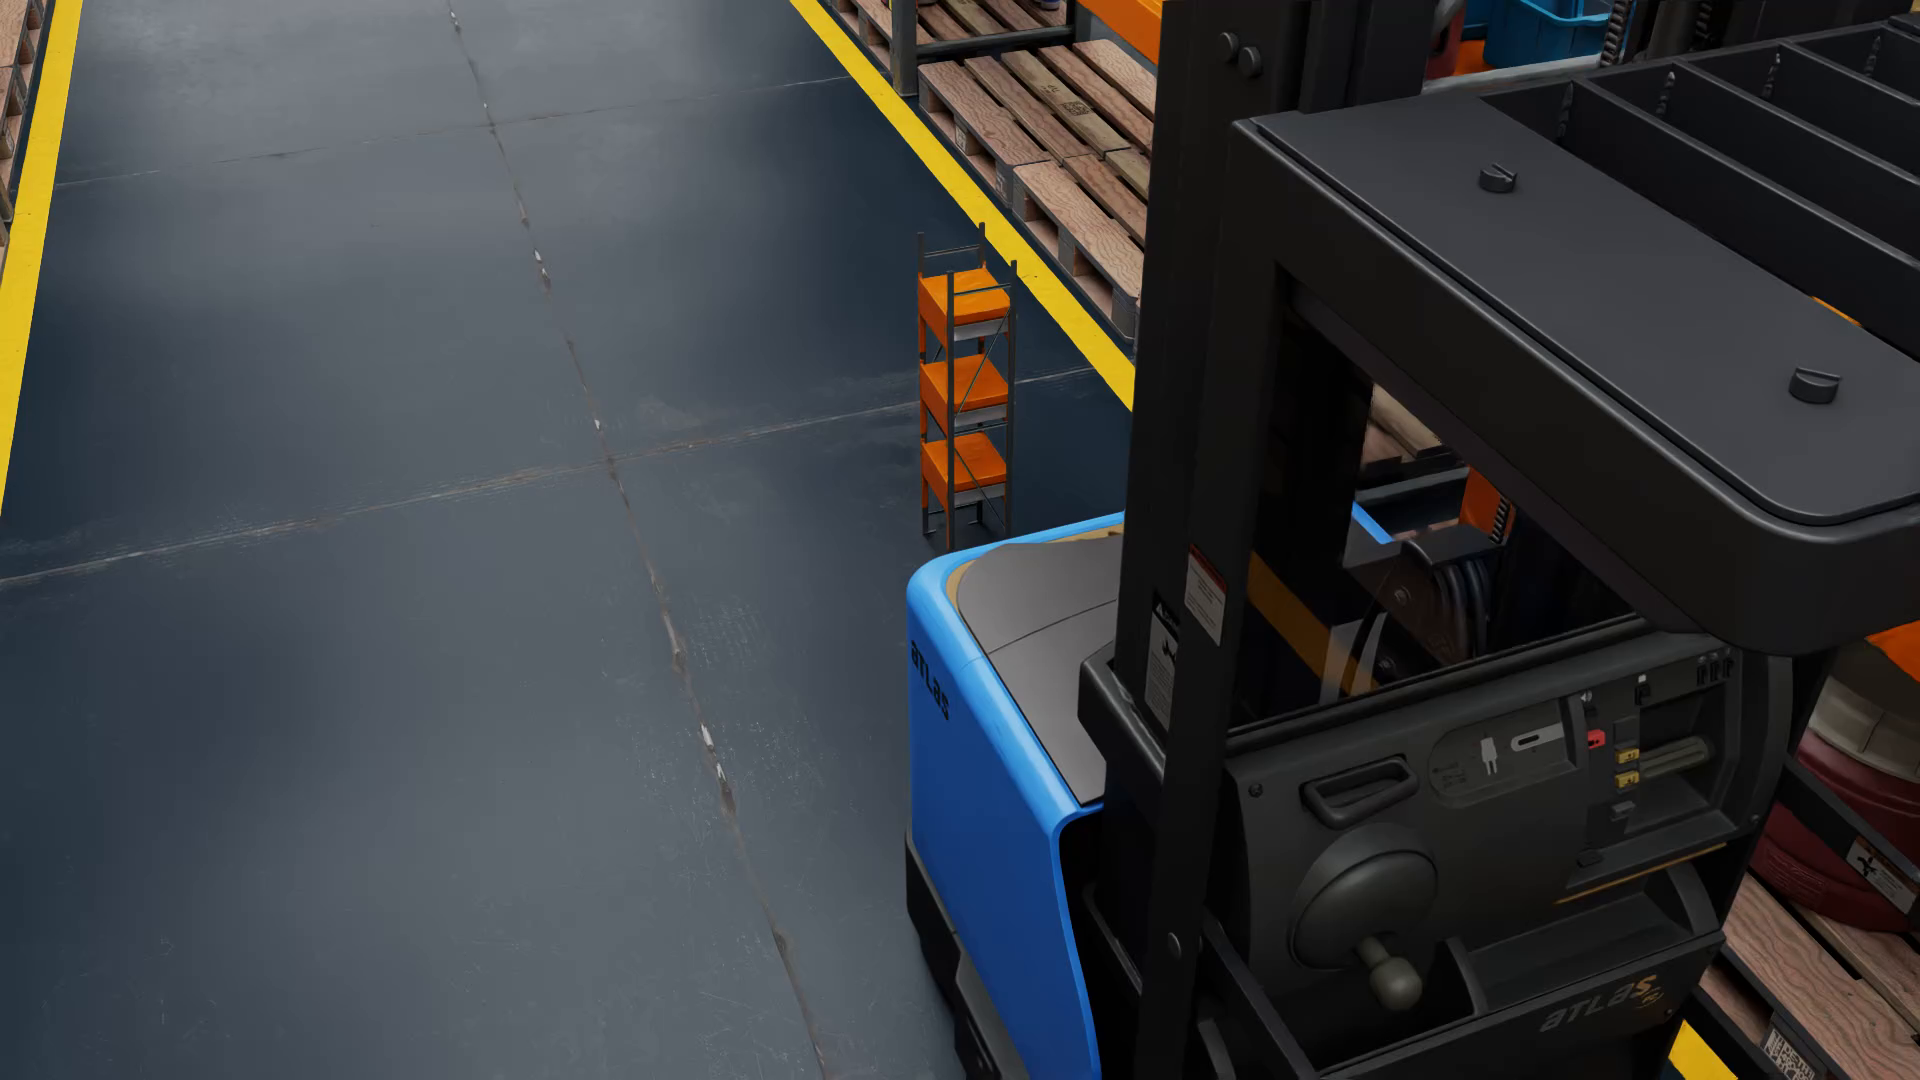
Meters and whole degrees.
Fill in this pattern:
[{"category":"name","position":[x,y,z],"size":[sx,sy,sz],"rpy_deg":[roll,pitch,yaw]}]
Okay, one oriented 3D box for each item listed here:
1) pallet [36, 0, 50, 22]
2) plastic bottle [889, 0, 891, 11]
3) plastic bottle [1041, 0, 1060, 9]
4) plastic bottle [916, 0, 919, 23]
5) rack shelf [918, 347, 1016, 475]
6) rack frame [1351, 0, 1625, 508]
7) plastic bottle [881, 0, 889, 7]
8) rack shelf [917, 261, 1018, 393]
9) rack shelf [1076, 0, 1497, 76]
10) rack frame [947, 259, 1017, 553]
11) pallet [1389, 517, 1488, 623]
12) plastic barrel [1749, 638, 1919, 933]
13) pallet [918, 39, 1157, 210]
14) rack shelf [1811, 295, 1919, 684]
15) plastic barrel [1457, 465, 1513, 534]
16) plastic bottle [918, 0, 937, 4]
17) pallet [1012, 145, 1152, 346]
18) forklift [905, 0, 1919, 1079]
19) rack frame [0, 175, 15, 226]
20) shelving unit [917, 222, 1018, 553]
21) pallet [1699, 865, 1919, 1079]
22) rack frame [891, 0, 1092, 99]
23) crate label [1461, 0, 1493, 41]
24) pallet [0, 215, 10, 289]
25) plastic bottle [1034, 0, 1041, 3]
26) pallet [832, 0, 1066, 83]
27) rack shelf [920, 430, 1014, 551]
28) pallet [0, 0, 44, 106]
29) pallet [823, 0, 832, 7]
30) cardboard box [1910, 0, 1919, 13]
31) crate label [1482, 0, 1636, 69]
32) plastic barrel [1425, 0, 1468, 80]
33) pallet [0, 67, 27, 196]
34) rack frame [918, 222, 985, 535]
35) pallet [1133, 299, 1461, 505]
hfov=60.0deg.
[{"category":"pallet","position":[-5.594,-3.097,9.187],"size":[1.003,0.211,1.213],"rpy_deg":[-12,39,-16]},{"category":"plastic bottle","position":[-0.314,-2.780,8.340],"size":[0.061,0.283,0.133],"rpy_deg":[-11,38,-14]},{"category":"plastic bottle","position":[0.463,-2.843,8.433],"size":[0.097,0.271,0.097],"rpy_deg":[0,37,0]},{"category":"plastic bottle","position":[-0.257,-2.685,8.281],"size":[0.097,0.201,0.097],"rpy_deg":[0,37,0]},{"category":"rack shelf","position":[0.018,-0.381,4.900],"size":[0.215,0.259,0.240],"rpy_deg":[-12,39,-16]},{"category":"rack frame","position":[1.537,-1.227,4.385],"size":[1.000,3.000,0.127],"rpy_deg":[-12,39,-16]},{"category":"plastic bottle","position":[-0.331,-2.908,8.454],"size":[0.144,0.351,0.185],"rpy_deg":[-13,39,-17]},{"category":"rack shelf","position":[0.018,-0.607,4.730],"size":[0.215,0.259,0.240],"rpy_deg":[-12,39,-16]},{"category":"rack shelf","position":[0.849,-2.069,6.102],"size":[1.077,0.370,4.000],"rpy_deg":[-12,39,-16]},{"category":"rack frame","position":[0.060,-0.320,4.802],"size":[0.200,1.050,0.008],"rpy_deg":[-12,39,-16]},{"category":"pallet","position":[1.848,0.324,4.644],"size":[1.003,0.211,1.213],"rpy_deg":[-12,39,-16]},{"category":"plastic barrel","position":[2.110,0.480,3.775],"size":[0.600,0.588,0.708],"rpy_deg":[-12,39,-16]},{"category":"pallet","position":[0.468,-1.937,7.646],"size":[1.003,0.211,1.213],"rpy_deg":[-12,39,-16]},{"category":"rack shelf","position":[2.226,0.191,3.102],"size":[1.077,0.370,4.000],"rpy_deg":[-12,39,-16]},{"category":"plastic barrel","position":[1.722,-0.255,4.550],"size":[0.600,0.830,0.708],"rpy_deg":[-12,39,-16]},{"category":"plastic bottle","position":[-0.196,-2.938,8.493],"size":[0.144,0.351,0.185],"rpy_deg":[-12,39,-16]},{"category":"pallet","position":[0.891,-1.247,6.729],"size":[1.003,0.211,1.213],"rpy_deg":[-12,39,-16]},{"category":"forklift","position":[0.889,0.448,2.219],"size":[1.130,2.935,3.031],"rpy_deg":[-13,39,-17]},{"category":"rack frame","position":[-4.490,-2.461,6.024],"size":[1.000,3.000,0.127],"rpy_deg":[-12,39,-16]},{"category":"shelving unit","position":[0.018,-0.389,4.894],"size":[0.215,1.050,0.252],"rpy_deg":[-12,39,-16]},{"category":"pallet","position":[2.264,1.012,3.731],"size":[1.003,0.211,1.213],"rpy_deg":[-12,39,-16]},{"category":"rack frame","position":[0.161,-3.486,7.385],"size":[1.000,3.000,0.127],"rpy_deg":[-12,39,-16]},{"category":"crate label","position":[1.449,-1.858,5.194],"size":[0.502,0.435,0.616],"rpy_deg":[-12,39,-16]},{"category":"pallet","position":[-4.220,-0.907,6.279],"size":[1.003,0.211,1.213],"rpy_deg":[-12,39,-16]},{"category":"plastic bottle","position":[0.428,-2.872,8.530],"size":[0.097,0.201,0.097],"rpy_deg":[0,37,0]},{"category":"pallet","position":[-0.031,-2.760,8.739],"size":[1.003,0.211,1.213],"rpy_deg":[-12,39,-16]},{"category":"rack shelf","position":[0.018,-0.159,5.068],"size":[0.215,0.259,0.240],"rpy_deg":[-12,39,-16]},{"category":"pallet","position":[-5.177,-2.409,8.273],"size":[1.003,0.211,1.213],"rpy_deg":[-12,39,-16]},{"category":"pallet","position":[-0.455,-3.451,9.656],"size":[1.003,0.211,1.213],"rpy_deg":[-12,39,-16]},{"category":"cardboard box","position":[5.075,-2.719,8.303],"size":[0.500,0.250,0.500],"rpy_deg":[-14,39,-17]},{"category":"crate label","position":[1.744,-1.475,4.855],"size":[0.303,0.233,0.416],"rpy_deg":[-12,39,-16]},{"category":"plastic barrel","position":[1.093,-1.480,4.609],"size":[0.600,0.536,0.708],"rpy_deg":[-12,39,-16]},{"category":"pallet","position":[-4.754,-1.719,7.357],"size":[1.003,0.211,1.213],"rpy_deg":[-12,39,-16]},{"category":"rack frame","position":[-0.024,-0.458,4.985],"size":[0.200,1.050,0.008],"rpy_deg":[-12,39,-16]},{"category":"pallet","position":[1.307,-0.558,5.816],"size":[1.003,0.211,1.213],"rpy_deg":[-12,39,-16]}]
